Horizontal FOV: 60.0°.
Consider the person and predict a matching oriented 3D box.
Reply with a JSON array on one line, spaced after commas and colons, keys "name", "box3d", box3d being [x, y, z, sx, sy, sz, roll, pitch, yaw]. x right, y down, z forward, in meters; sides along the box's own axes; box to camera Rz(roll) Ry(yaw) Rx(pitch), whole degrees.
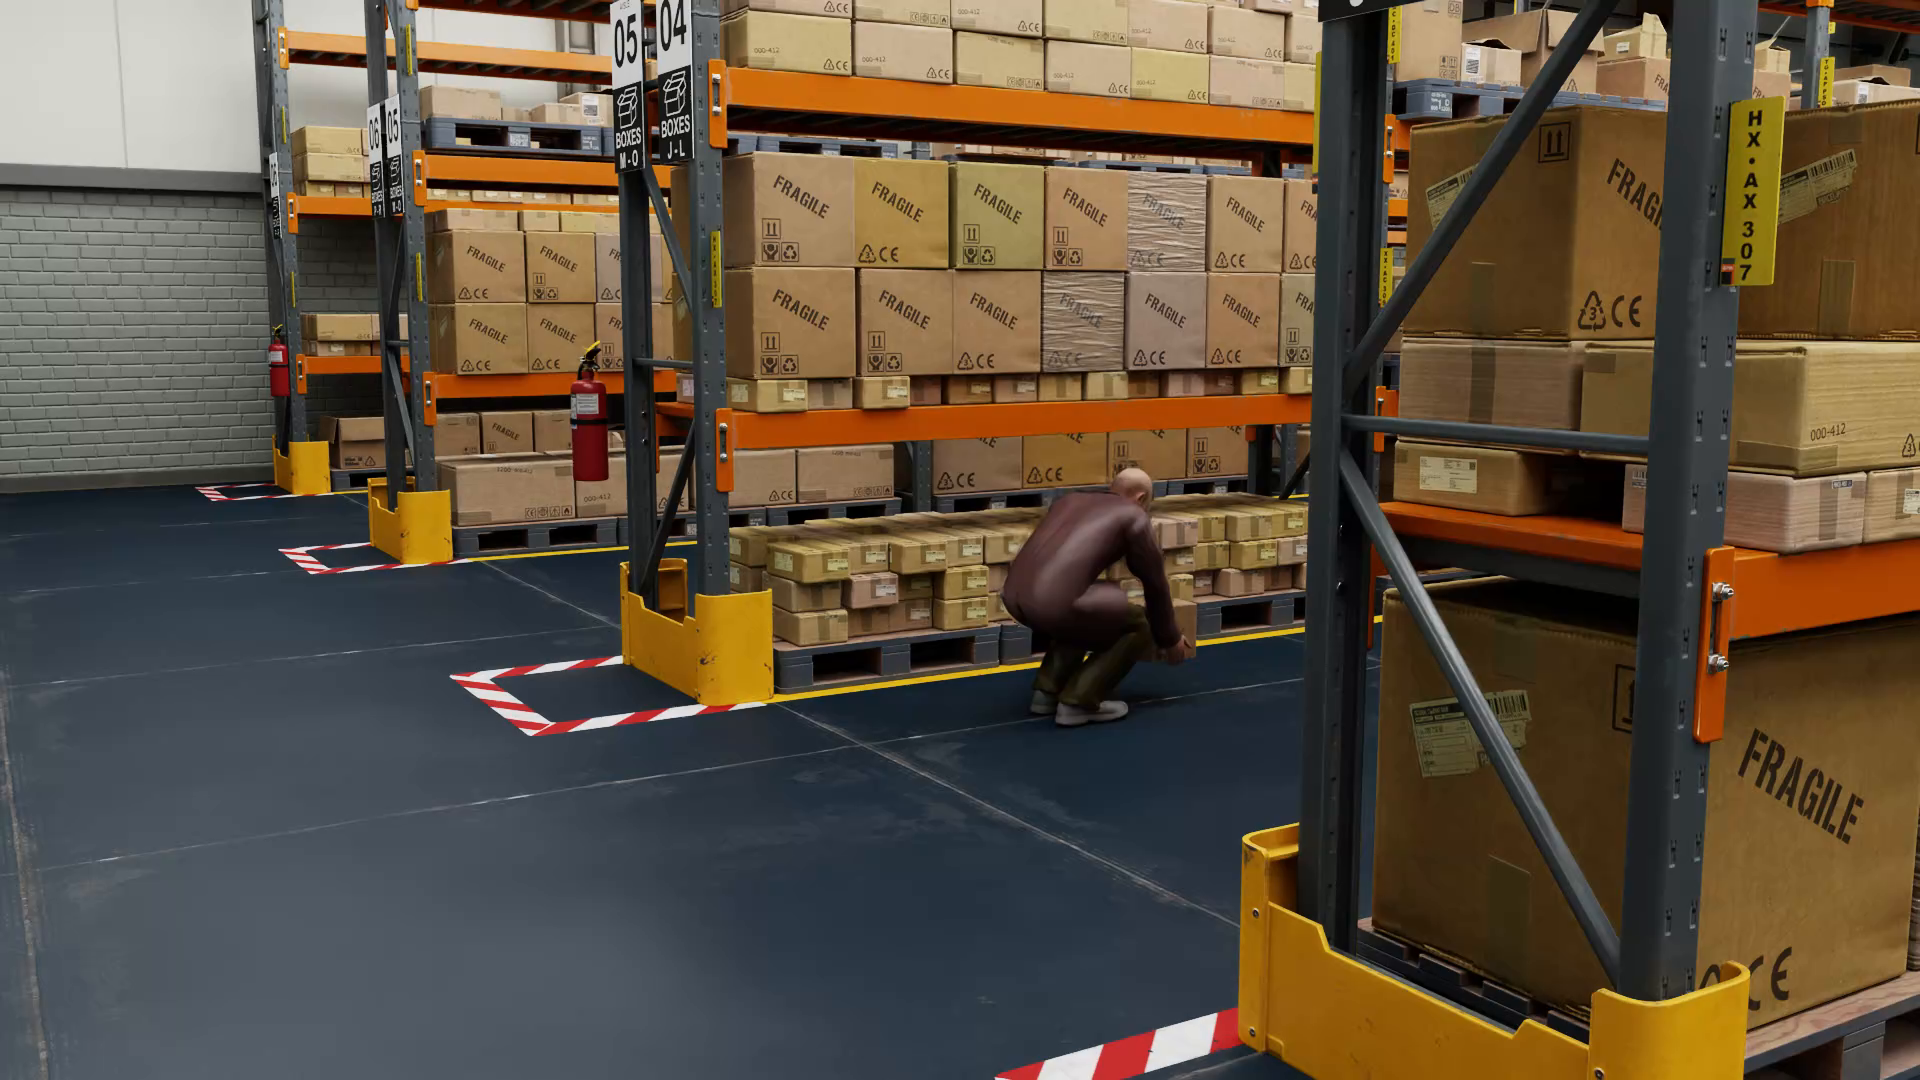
[{"name": "person", "box3d": [0.567, 0.238, 7.296, 0.888, 1.051, 0.612, -6, 10, -36]}]
